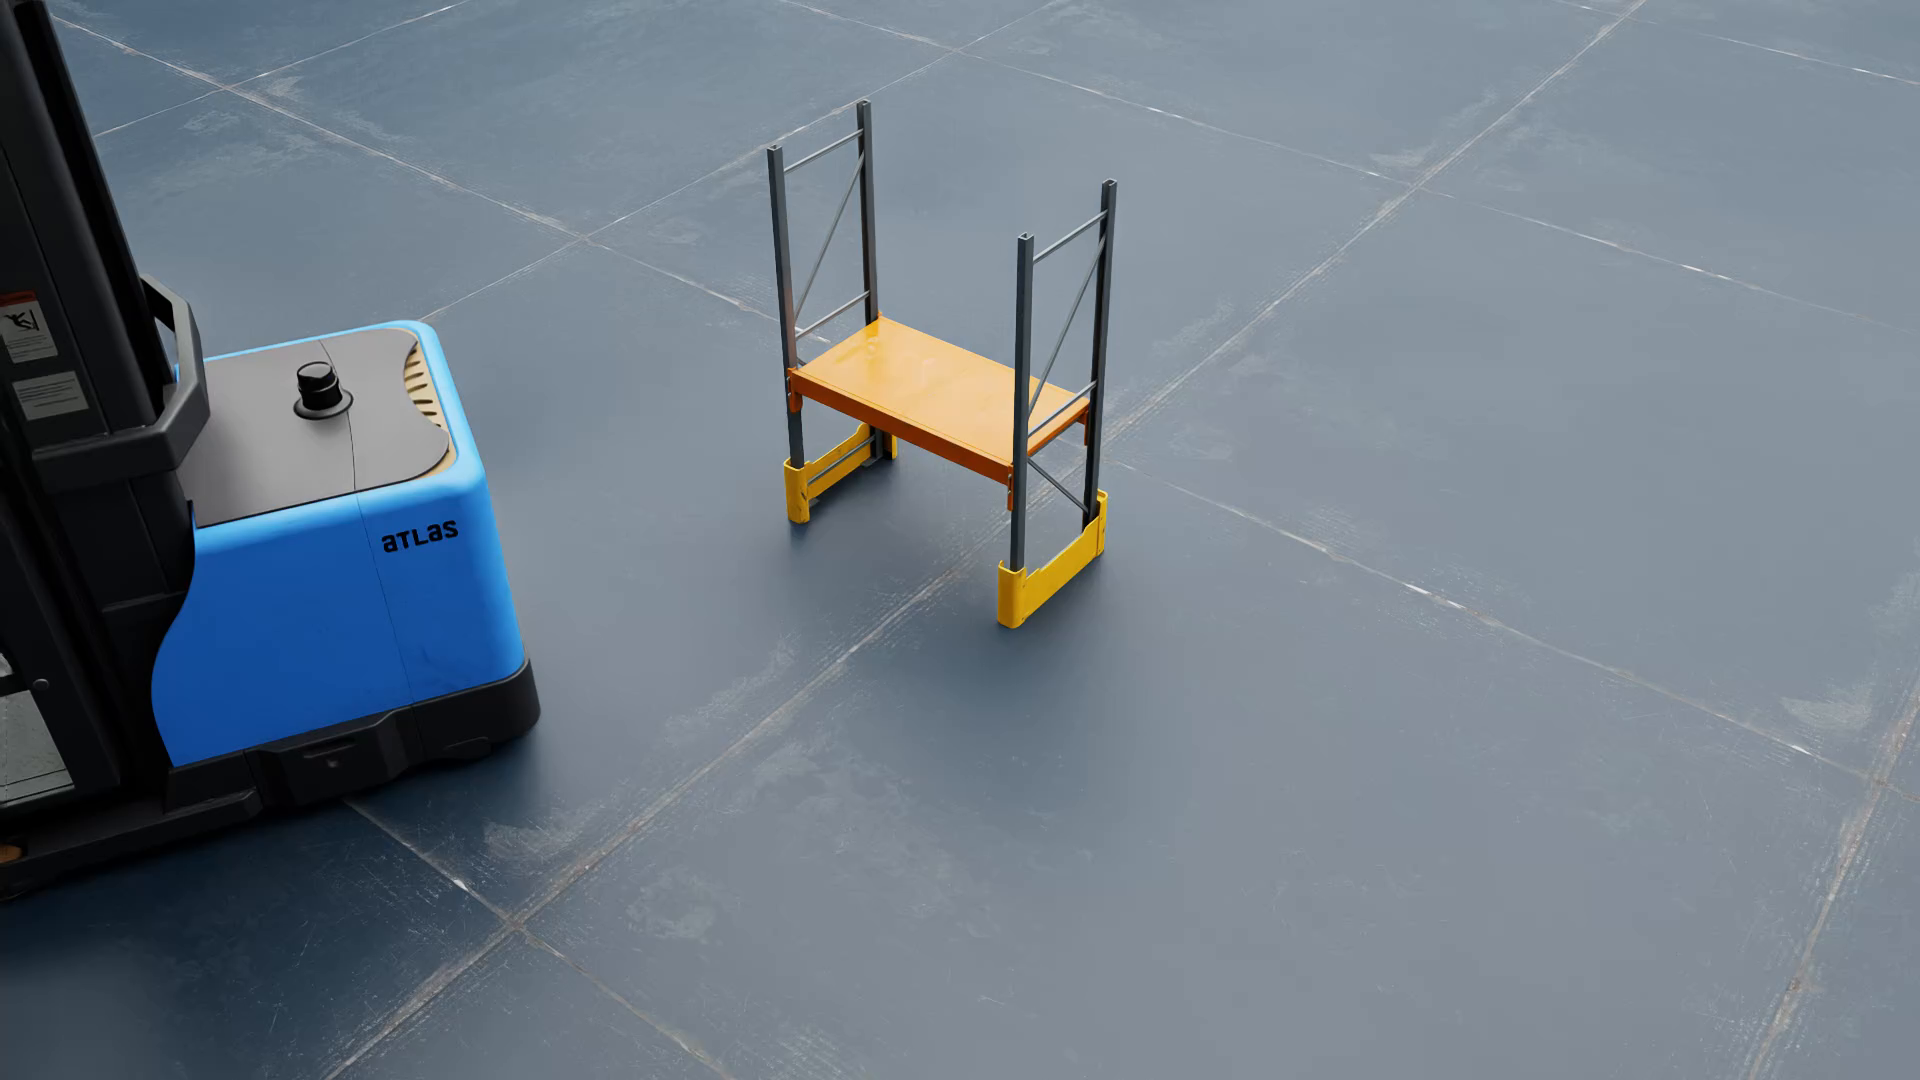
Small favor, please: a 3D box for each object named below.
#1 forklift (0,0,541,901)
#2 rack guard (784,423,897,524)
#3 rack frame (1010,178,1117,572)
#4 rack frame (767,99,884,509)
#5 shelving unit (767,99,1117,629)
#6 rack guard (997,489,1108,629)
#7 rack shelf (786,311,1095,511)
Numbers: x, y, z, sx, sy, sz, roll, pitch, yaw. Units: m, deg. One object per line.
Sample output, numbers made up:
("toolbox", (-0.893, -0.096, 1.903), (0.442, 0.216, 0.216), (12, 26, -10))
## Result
("forklift", (-2.930, -0.418, 4.406), (3.031, 2.935, 1.130), (-15, 40, -18))
("rack guard", (-0.456, -0.313, 6.448), (0.087, 0.250, 0.587), (25, 45, 29))
("rack frame", (0.336, -0.432, 5.585), (0.032, 1.500, 0.500), (25, 45, 29))
("rack frame", (-0.472, -0.813, 6.072), (0.032, 1.500, 0.500), (25, 45, 29))
("shelving unit", (-0.061, -0.619, 5.824), (1.083, 1.500, 0.587), (25, 45, 29))
("rack guard", (0.335, 0.060, 5.971), (0.087, 0.250, 0.587), (25, 45, 29))
("rack shelf", (-0.068, -0.481, 5.939), (1.000, 0.185, 0.538), (25, 45, 29))
